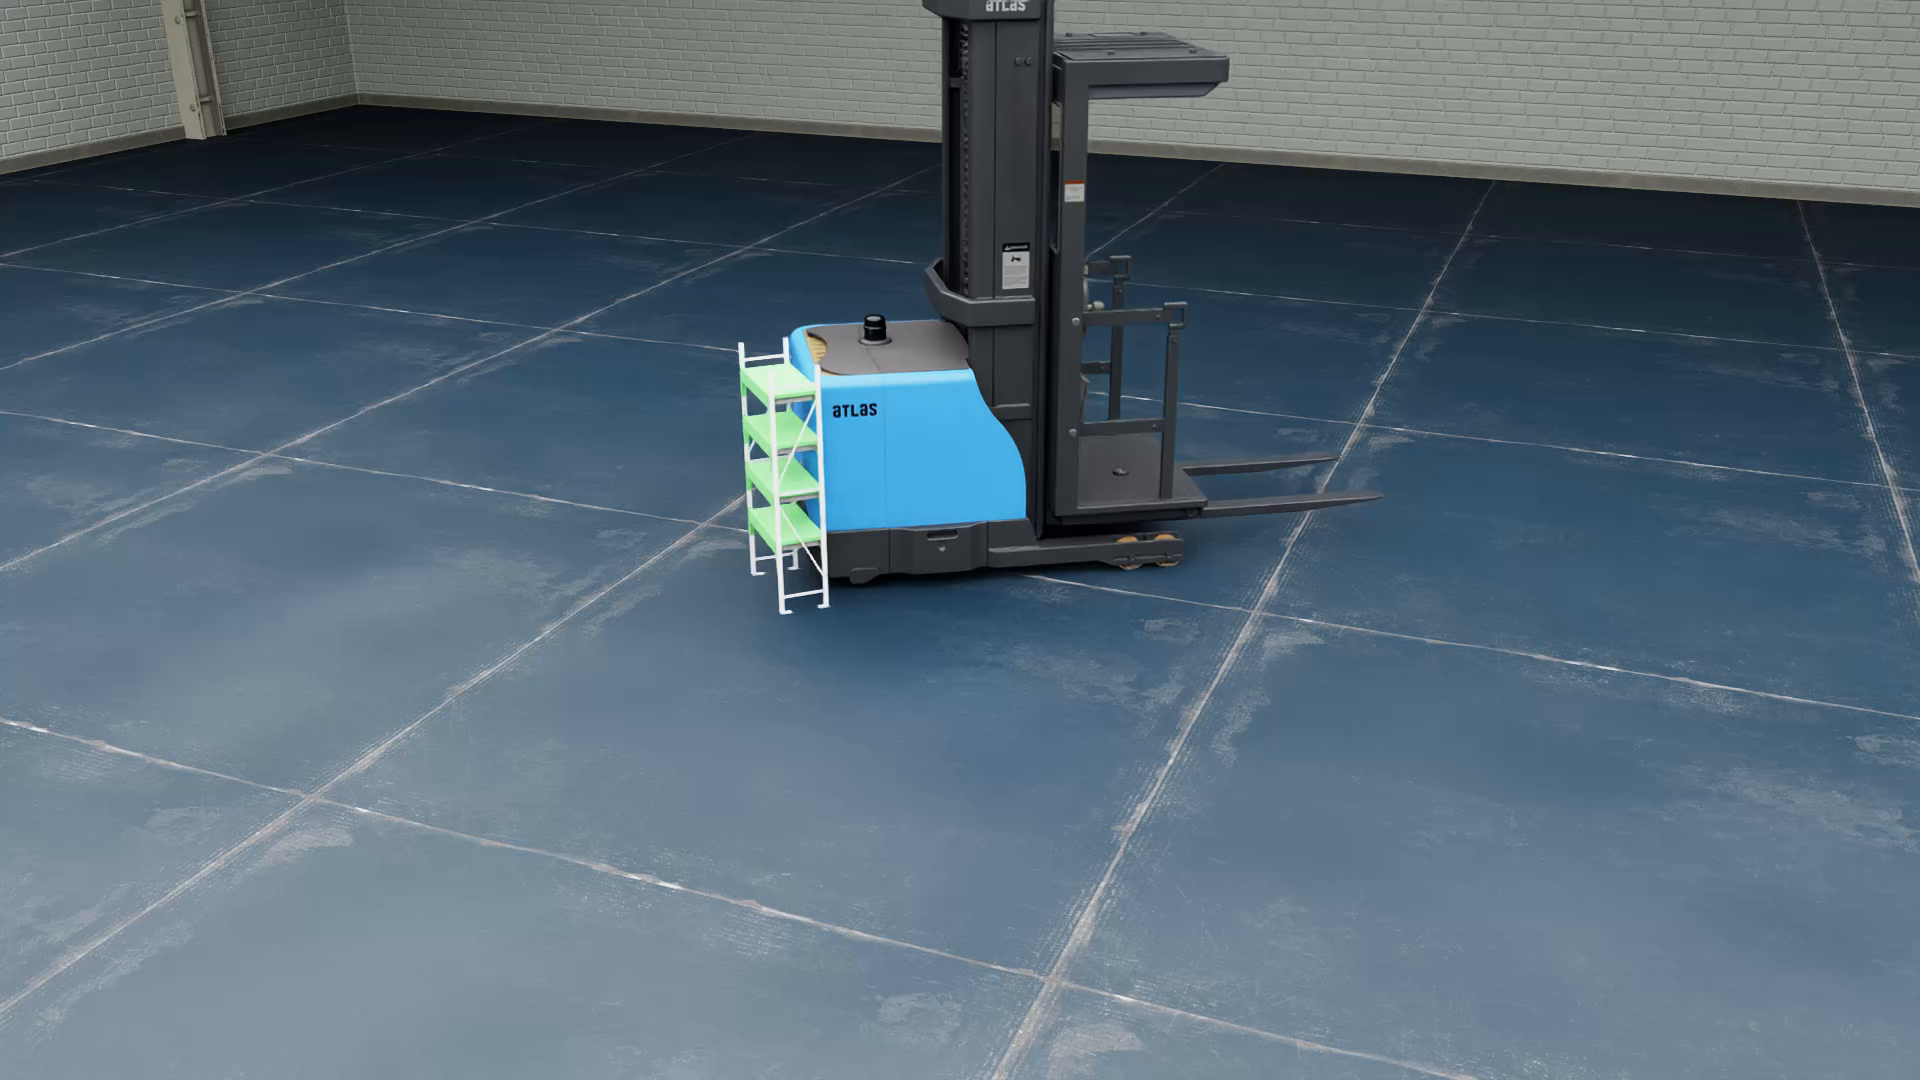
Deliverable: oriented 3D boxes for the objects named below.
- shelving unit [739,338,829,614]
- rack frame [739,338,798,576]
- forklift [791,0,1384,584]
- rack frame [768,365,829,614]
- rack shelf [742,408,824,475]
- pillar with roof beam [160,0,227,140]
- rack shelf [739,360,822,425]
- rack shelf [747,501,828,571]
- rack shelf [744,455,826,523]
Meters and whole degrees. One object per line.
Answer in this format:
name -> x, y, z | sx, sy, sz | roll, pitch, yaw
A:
shelving unit -> -0.840, -0.307, 7.928 | 0.258, 1.200, 0.503 | -9, 24, -20
rack frame -> -0.933, -0.394, 8.136 | 0.240, 1.200, 0.015 | -9, 24, -20
forklift -> 0.678, -1.397, 8.292 | 3.031, 2.935, 1.130 | -4, 23, -9
rack frame -> -0.747, -0.220, 7.719 | 0.240, 1.200, 0.015 | -9, 24, -20
rack shelf -> -0.840, -0.470, 7.860 | 0.258, 0.148, 0.480 | -9, 24, -20
pillar with roof beam -> -5.477, -8.606, 17.678 | 9.100, 9.000, 0.400 | 9, 24, 20
rack shelf -> -0.841, -0.691, 7.767 | 0.258, 0.148, 0.480 | -9, 24, -20
rack shelf -> -0.839, -0.027, 8.045 | 0.258, 0.148, 0.480 | -9, 24, -20
rack shelf -> -0.839, -0.248, 7.952 | 0.258, 0.148, 0.480 | -9, 24, -20
